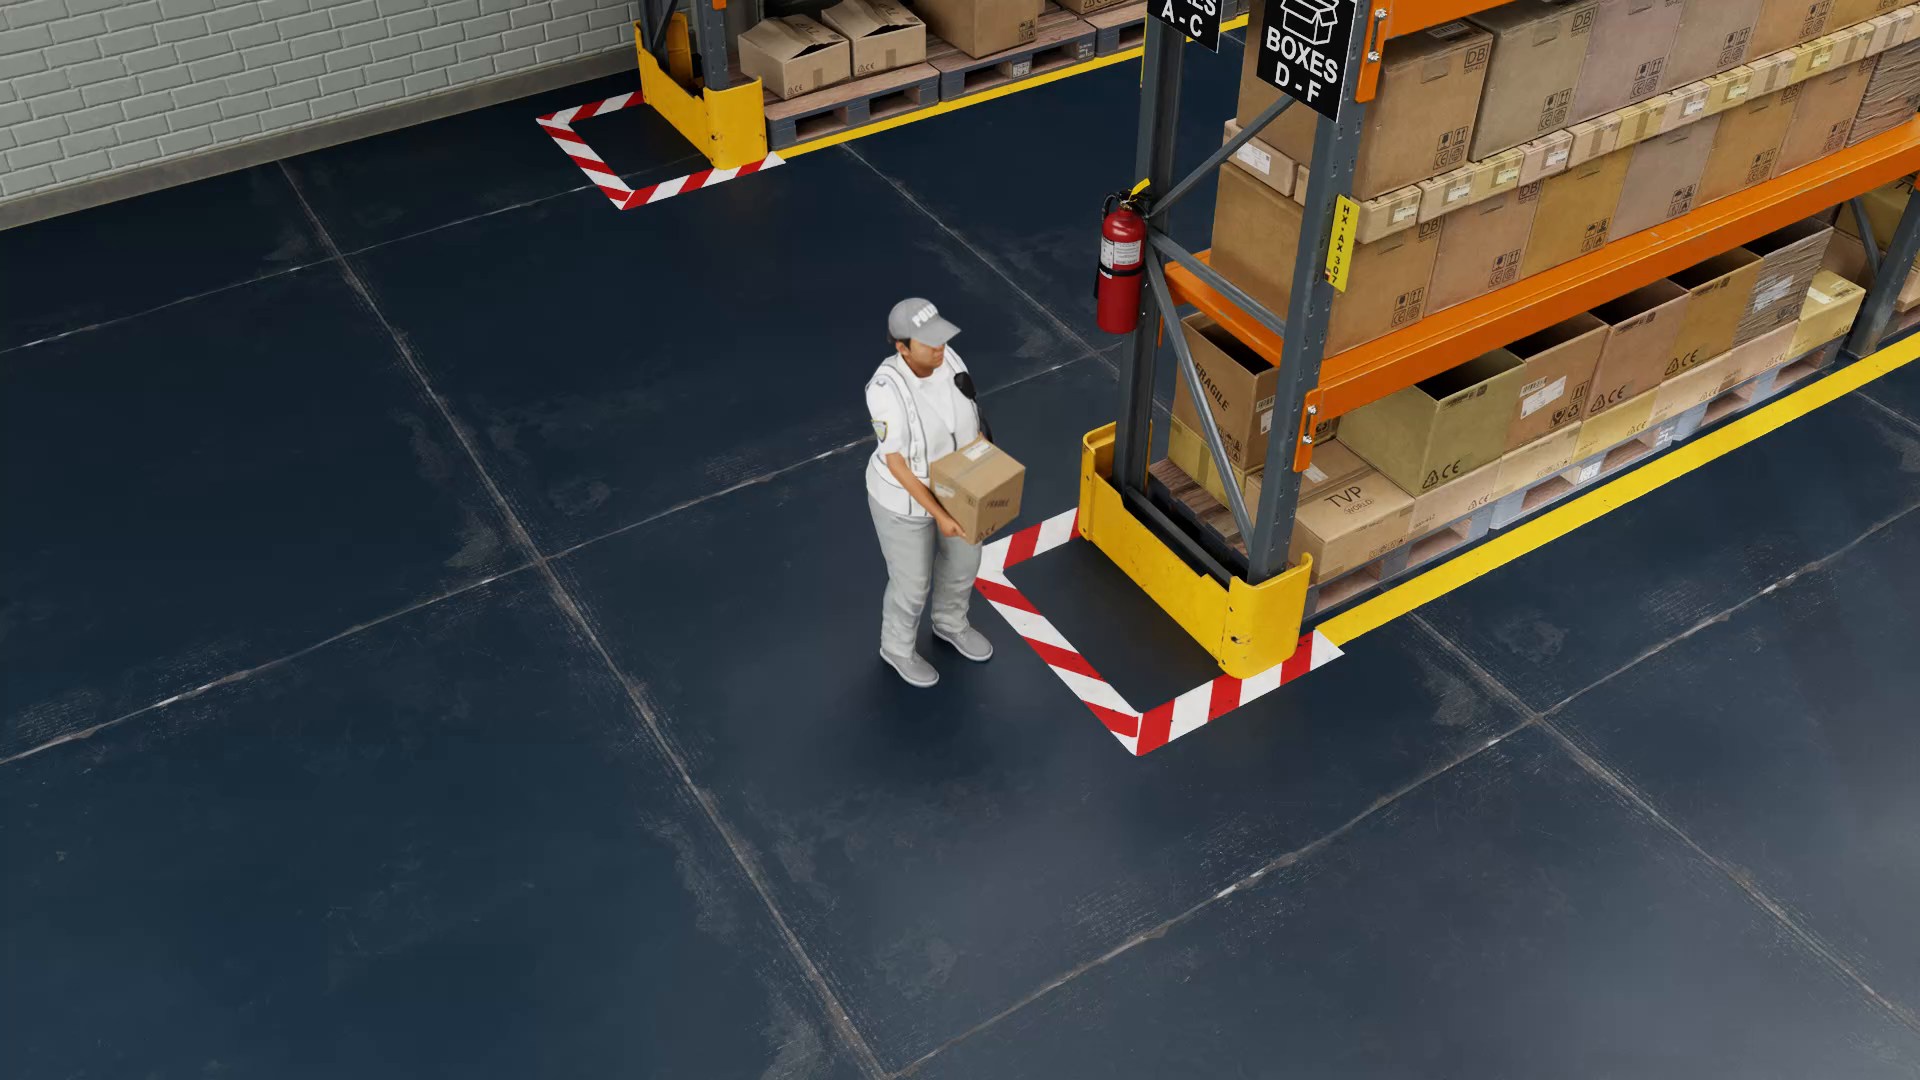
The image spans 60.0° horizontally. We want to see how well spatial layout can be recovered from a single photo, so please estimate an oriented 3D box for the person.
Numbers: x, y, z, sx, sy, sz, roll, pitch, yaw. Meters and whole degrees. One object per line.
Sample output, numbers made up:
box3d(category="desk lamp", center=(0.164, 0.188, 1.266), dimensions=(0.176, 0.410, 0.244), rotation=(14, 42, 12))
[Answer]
box3d(category="person", center=(-0.074, -0.151, 6.337), dimensions=(0.541, 1.653, 0.453), rotation=(33, 51, 32))
